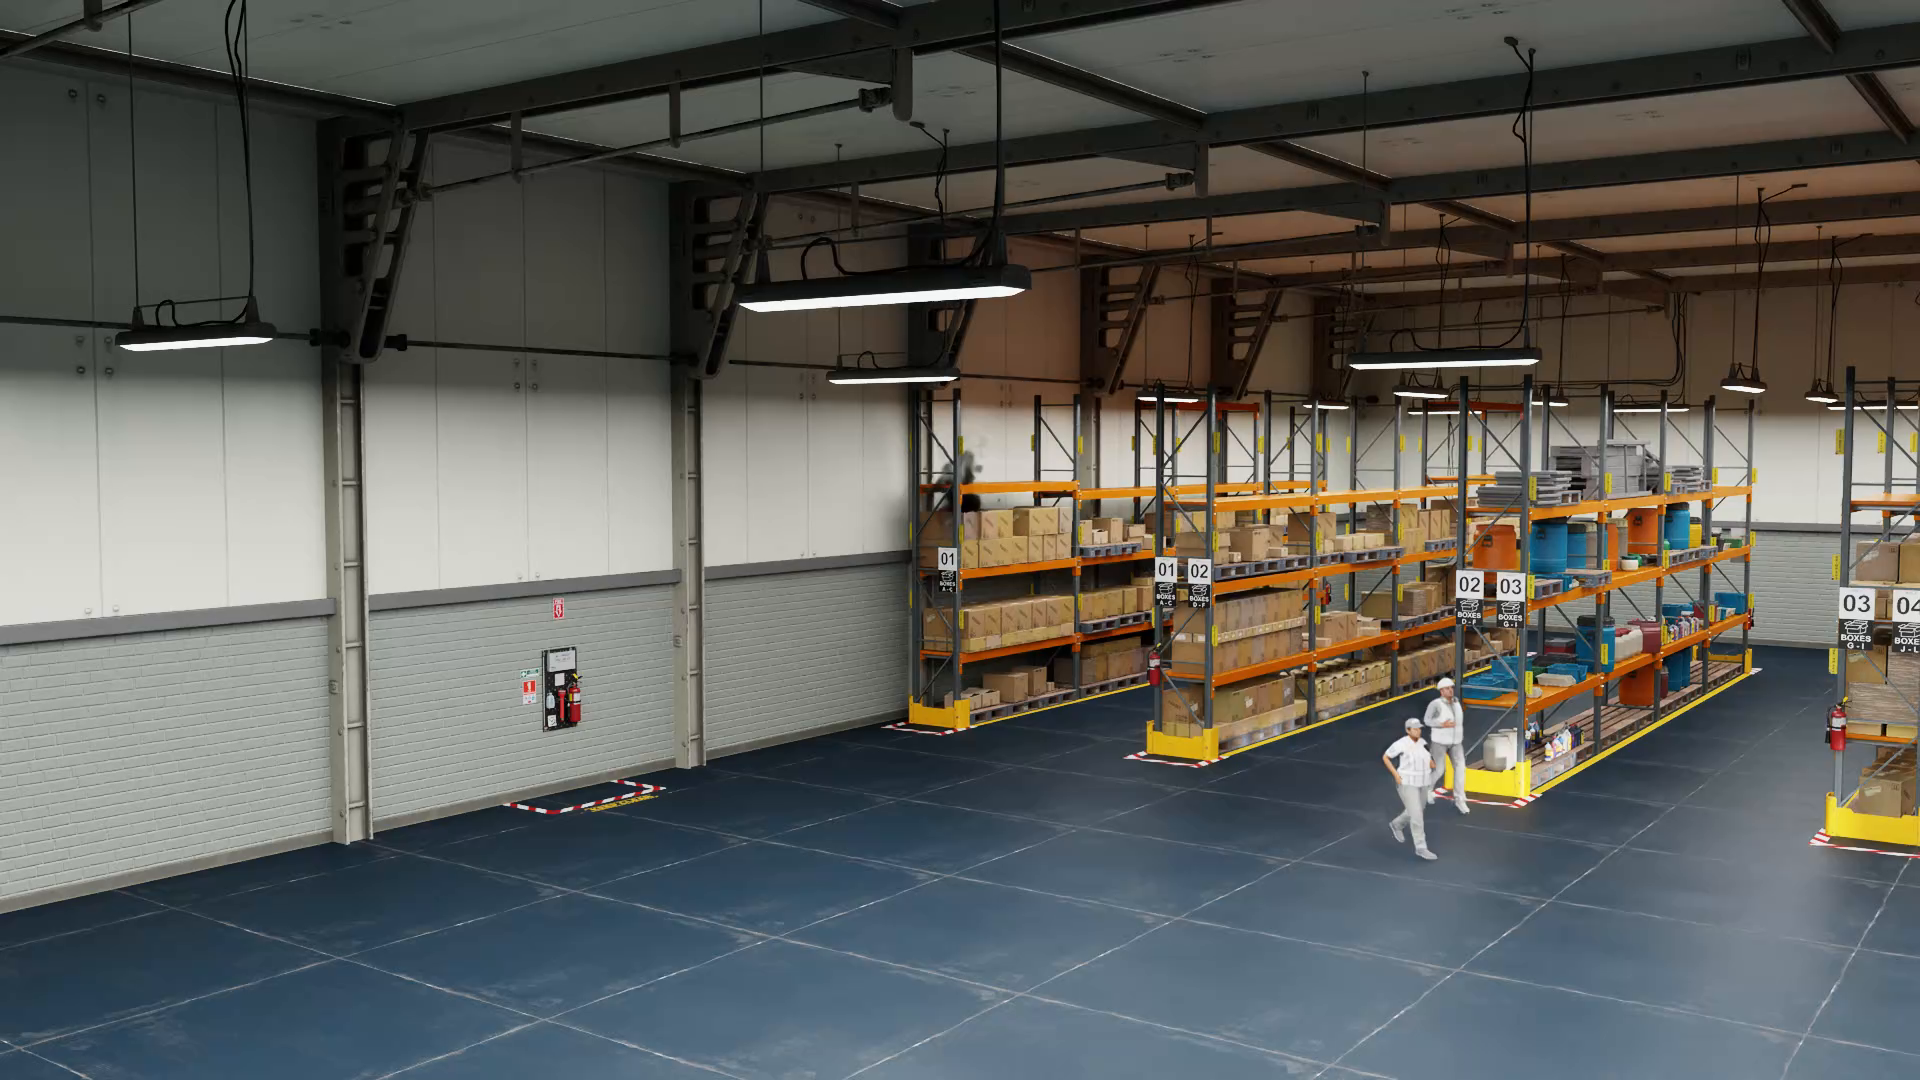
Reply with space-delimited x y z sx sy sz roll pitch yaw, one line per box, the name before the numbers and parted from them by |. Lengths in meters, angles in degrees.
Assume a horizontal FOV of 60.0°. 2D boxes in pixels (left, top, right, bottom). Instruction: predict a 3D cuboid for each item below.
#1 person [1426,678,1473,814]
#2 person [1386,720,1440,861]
person | 6.700 2.795 22.805 0.668 1.791 0.864 -1 3 -18
person | 5.552 3.009 20.298 0.615 1.642 0.913 -2 4 -28
